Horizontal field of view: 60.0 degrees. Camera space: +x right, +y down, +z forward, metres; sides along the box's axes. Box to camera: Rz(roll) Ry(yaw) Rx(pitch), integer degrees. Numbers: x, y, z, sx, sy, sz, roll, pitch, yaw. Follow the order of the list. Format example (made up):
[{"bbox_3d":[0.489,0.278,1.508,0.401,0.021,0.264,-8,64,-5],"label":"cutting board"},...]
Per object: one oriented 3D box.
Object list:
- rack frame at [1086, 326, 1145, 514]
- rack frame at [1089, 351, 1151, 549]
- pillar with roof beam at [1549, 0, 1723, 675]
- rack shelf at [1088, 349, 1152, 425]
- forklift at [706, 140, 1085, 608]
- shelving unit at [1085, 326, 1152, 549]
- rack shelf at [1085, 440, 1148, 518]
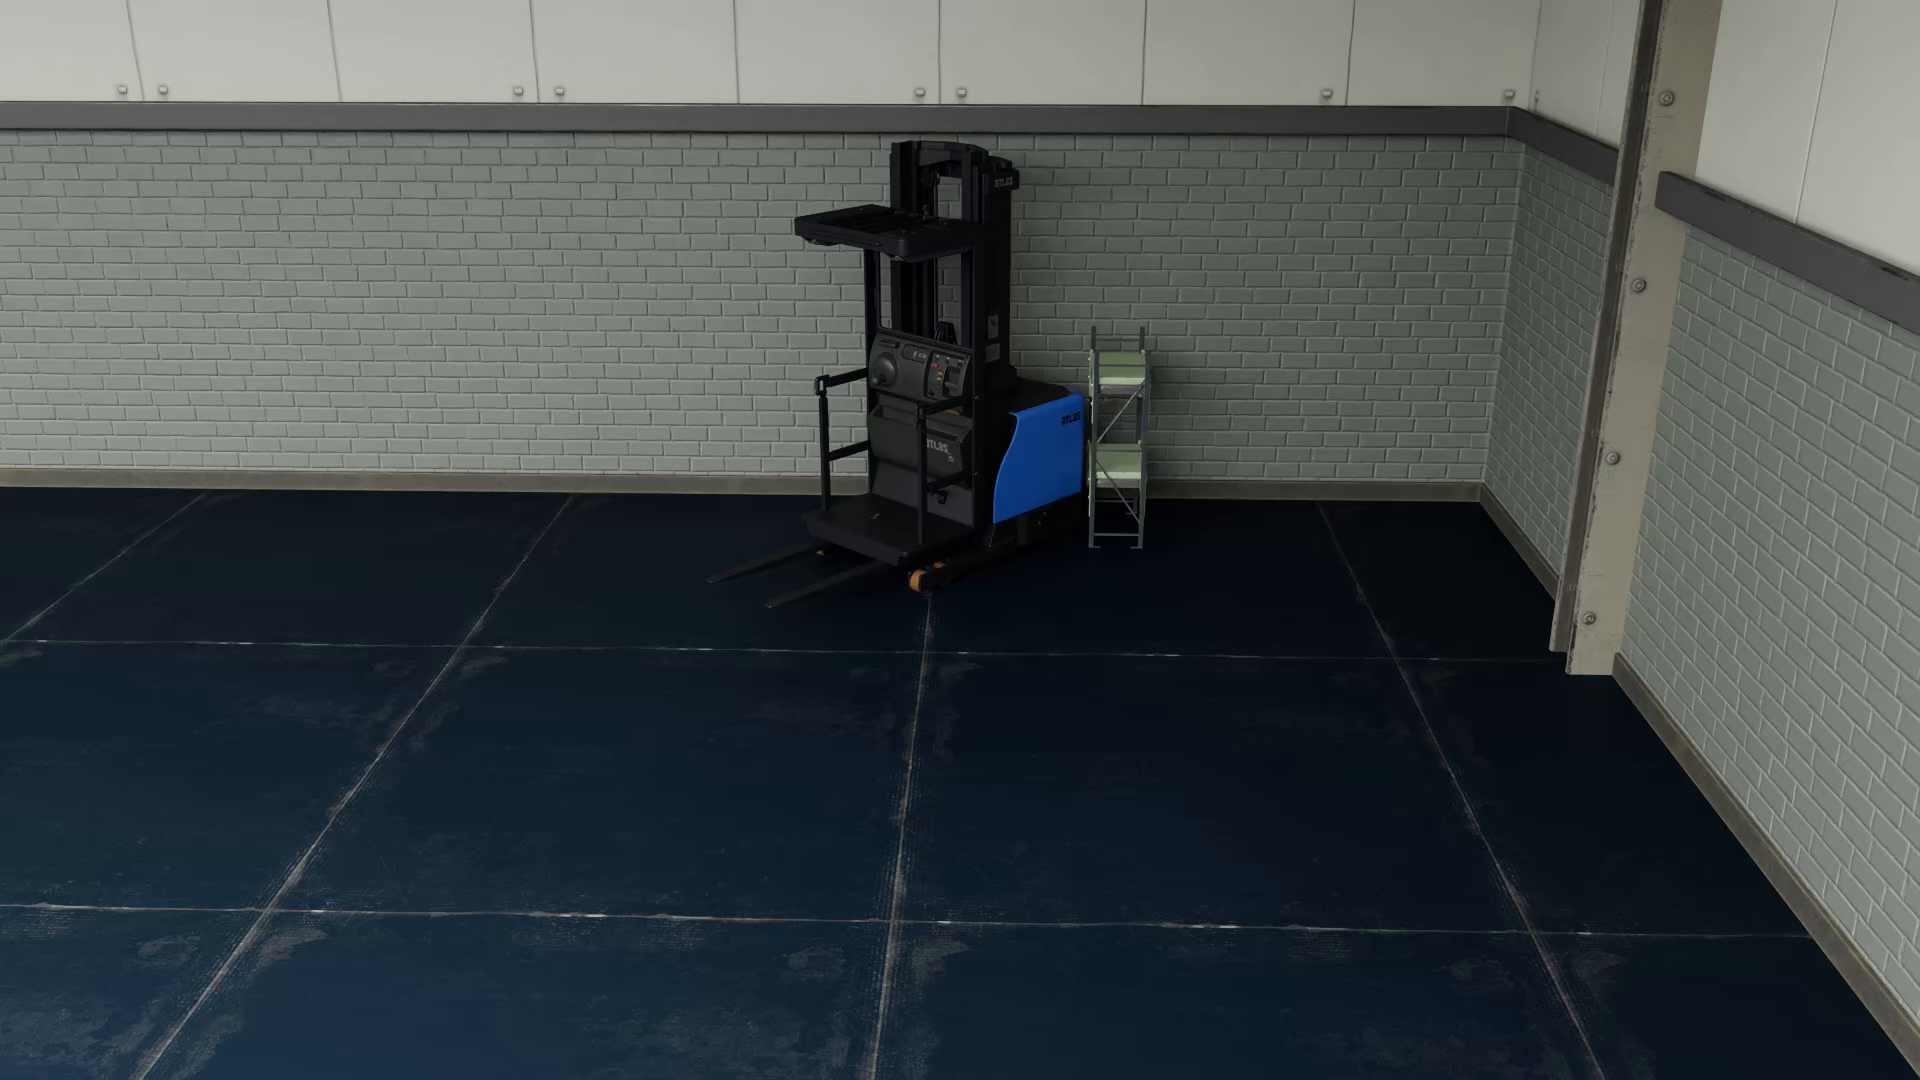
[{"bbox_3d":[1.190,-0.907,12.794,0.400,1.500,0.023,1,21,2],"label":"rack frame"},{"bbox_3d":[1.159,-0.643,12.113,0.400,1.500,0.023,1,21,2],"label":"rack frame"},{"bbox_3d":[-0.353,-3.475,9.046,9.100,9.000,0.400,1,21,2],"label":"pillar with roof beam"},{"bbox_3d":[1.175,-1.139,12.312,0.431,0.370,0.720,1,21,2],"label":"rack shelf"},{"bbox_3d":[-0.432,-1.202,11.575,1.130,2.935,3.031,19,28,40],"label":"forklift"},{"bbox_3d":[1.175,-0.775,12.453,0.431,1.500,0.755,1,21,2],"label":"shelving unit"},{"bbox_3d":[1.175,-0.471,12.571,0.431,0.370,0.720,1,21,2],"label":"rack shelf"}]
